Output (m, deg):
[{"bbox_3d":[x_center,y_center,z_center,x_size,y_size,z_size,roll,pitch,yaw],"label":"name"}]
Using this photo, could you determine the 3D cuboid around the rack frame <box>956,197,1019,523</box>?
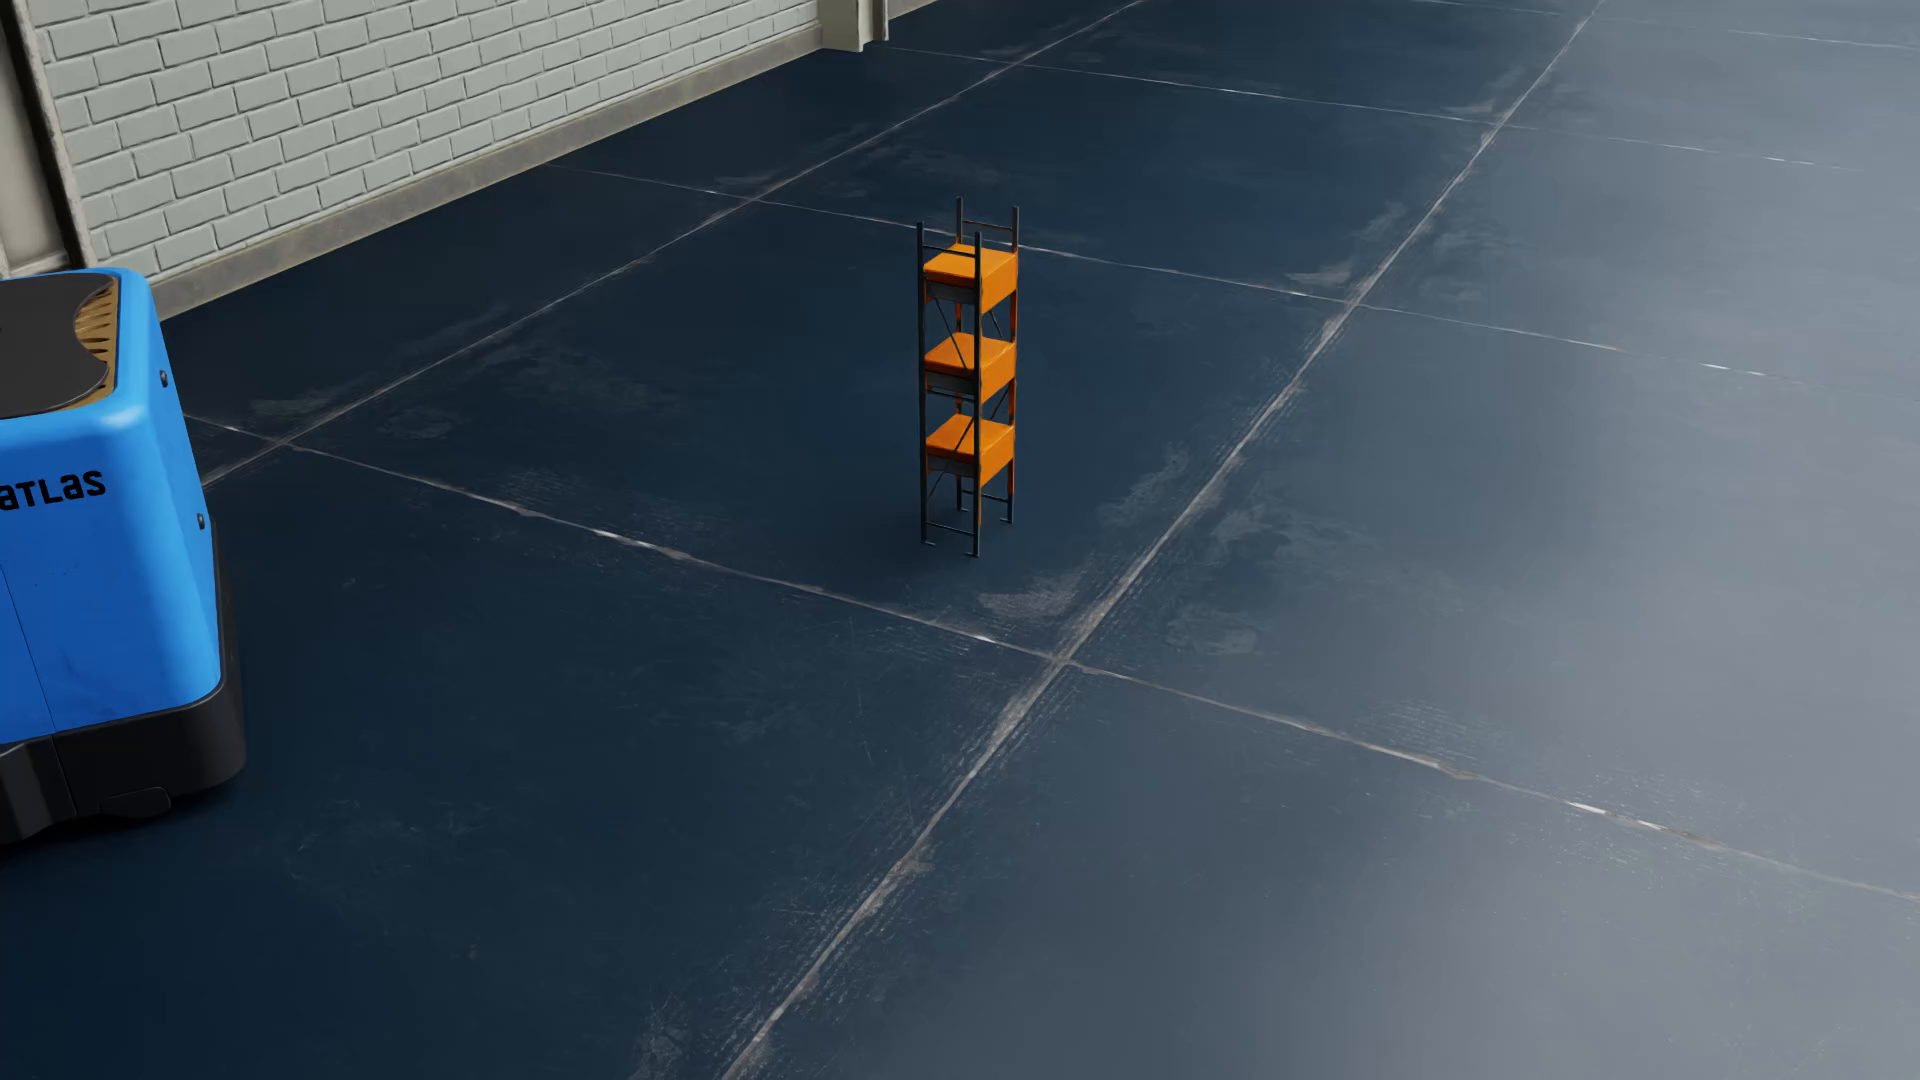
[{"bbox_3d":[0.080,-0.533,5.124,0.200,1.050,0.008,14,33,23],"label":"rack frame"}]

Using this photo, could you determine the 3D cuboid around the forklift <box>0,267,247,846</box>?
[{"bbox_3d":[-3.344,-0.567,3.294,3.031,2.935,1.130,-12,32,-20],"label":"forklift"}]

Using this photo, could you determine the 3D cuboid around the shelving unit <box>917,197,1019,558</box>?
[{"bbox_3d":[0.024,-0.479,5.030,0.215,1.050,0.252,14,33,23],"label":"shelving unit"}]

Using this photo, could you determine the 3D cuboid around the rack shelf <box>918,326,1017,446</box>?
[{"bbox_3d":[0.024,-0.470,5.035,0.215,0.259,0.240,14,33,23],"label":"rack shelf"}]

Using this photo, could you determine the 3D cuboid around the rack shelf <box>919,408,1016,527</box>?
[{"bbox_3d":[0.024,-0.229,5.174,0.215,0.259,0.240,14,33,23],"label":"rack shelf"}]

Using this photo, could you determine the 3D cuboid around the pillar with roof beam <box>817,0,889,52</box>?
[{"bbox_3d":[3.134,-6.195,7.002,9.100,9.000,0.400,14,33,23],"label":"pillar with roof beam"}]

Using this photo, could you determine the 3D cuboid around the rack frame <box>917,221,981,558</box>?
[{"bbox_3d":[-0.031,-0.425,4.936,0.200,1.050,0.008,14,33,23],"label":"rack frame"}]

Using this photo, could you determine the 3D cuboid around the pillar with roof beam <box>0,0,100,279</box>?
[{"bbox_3d":[0.401,-3.535,2.370,9.100,9.000,0.400,14,33,23],"label":"pillar with roof beam"}]

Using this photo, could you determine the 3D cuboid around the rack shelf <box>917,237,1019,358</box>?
[{"bbox_3d":[0.024,-0.716,4.894,0.215,0.259,0.240,14,33,23],"label":"rack shelf"}]
